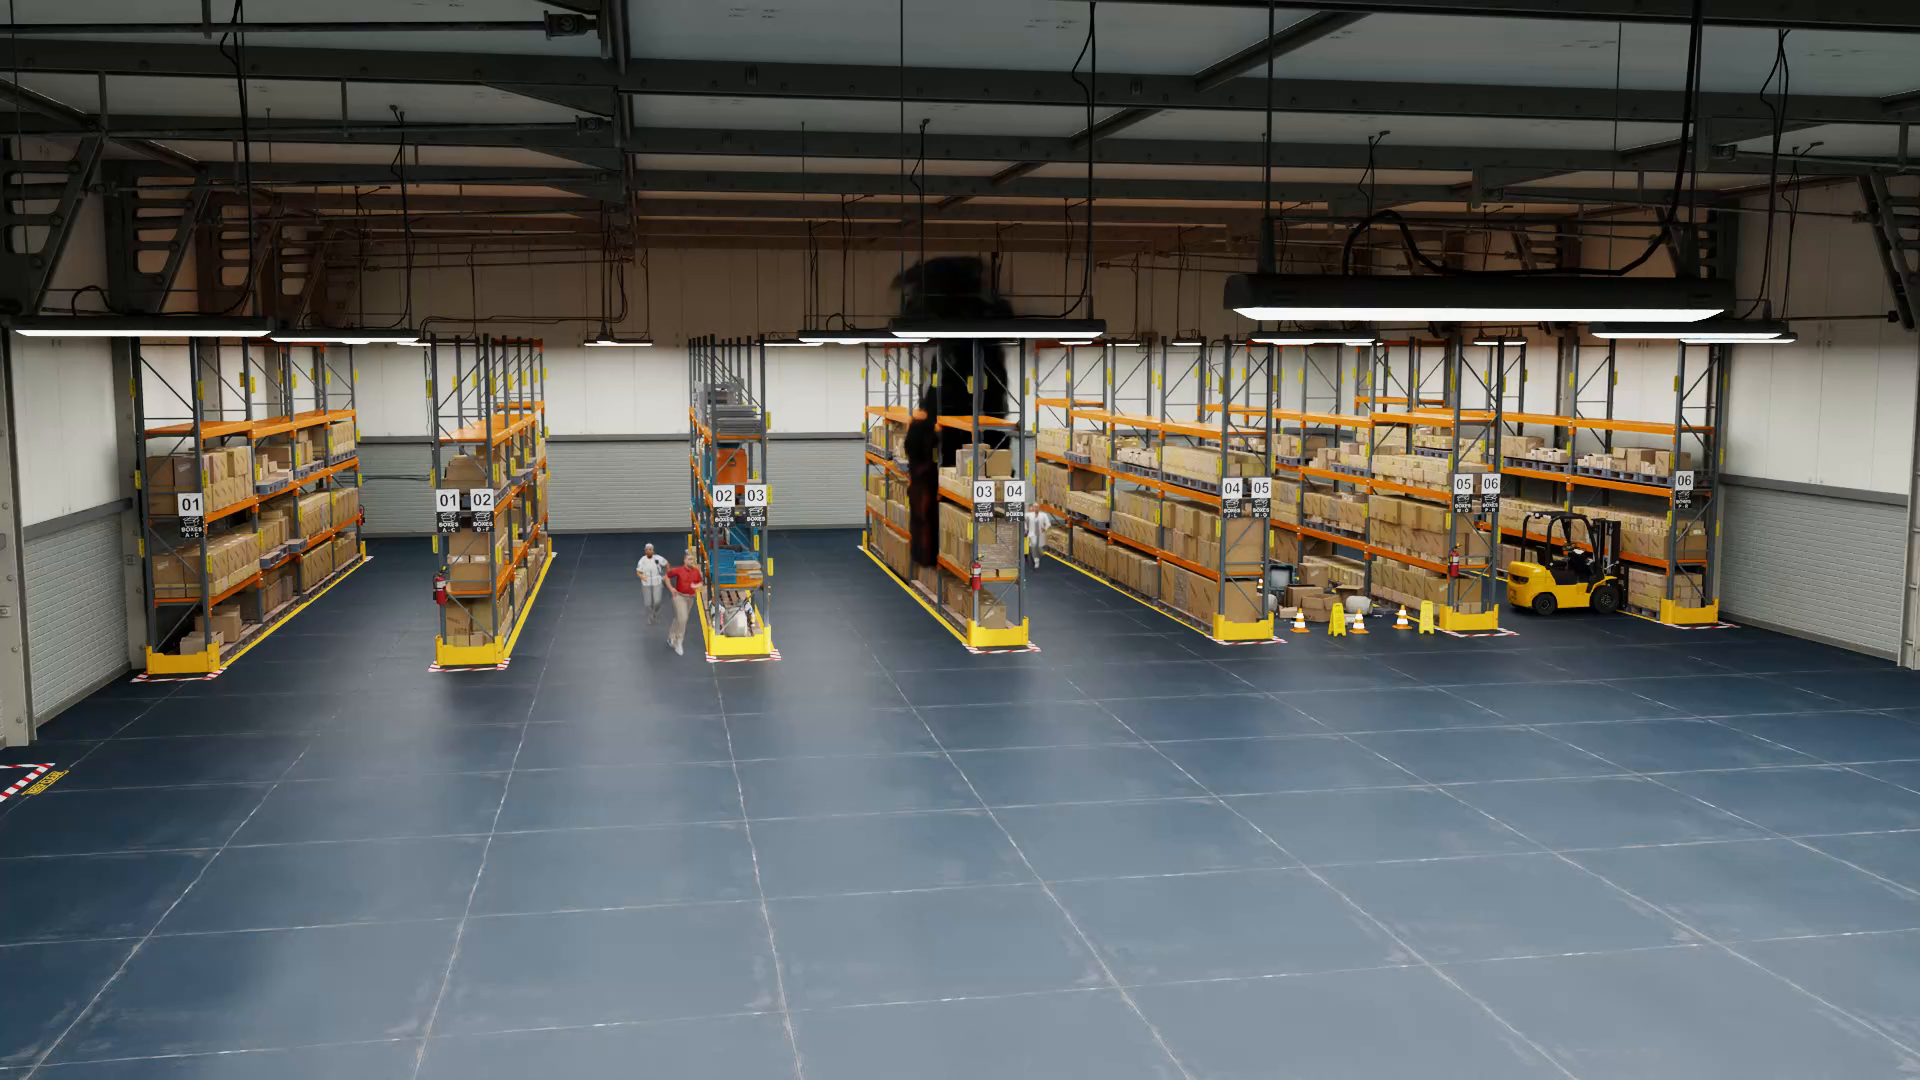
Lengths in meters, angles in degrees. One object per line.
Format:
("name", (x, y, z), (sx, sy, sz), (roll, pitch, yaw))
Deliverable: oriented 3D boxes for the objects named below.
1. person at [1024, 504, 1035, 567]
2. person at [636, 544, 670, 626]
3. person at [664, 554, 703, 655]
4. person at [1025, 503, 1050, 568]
("person", (1.864, -0.133, 44.203), (0.627, 1.682, 0.858), (-2, 7, -16))
("person", (-6.028, 0.893, 32.642), (0.628, 1.647, 0.697), (-1, 7, -5))
("person", (-5.066, 1.145, 30.425), (0.687, 1.796, 0.684), (6, 9, 44))
("person", (1.962, -0.102, 42.853), (0.728, 1.729, 1.034), (-1, 7, -4))
